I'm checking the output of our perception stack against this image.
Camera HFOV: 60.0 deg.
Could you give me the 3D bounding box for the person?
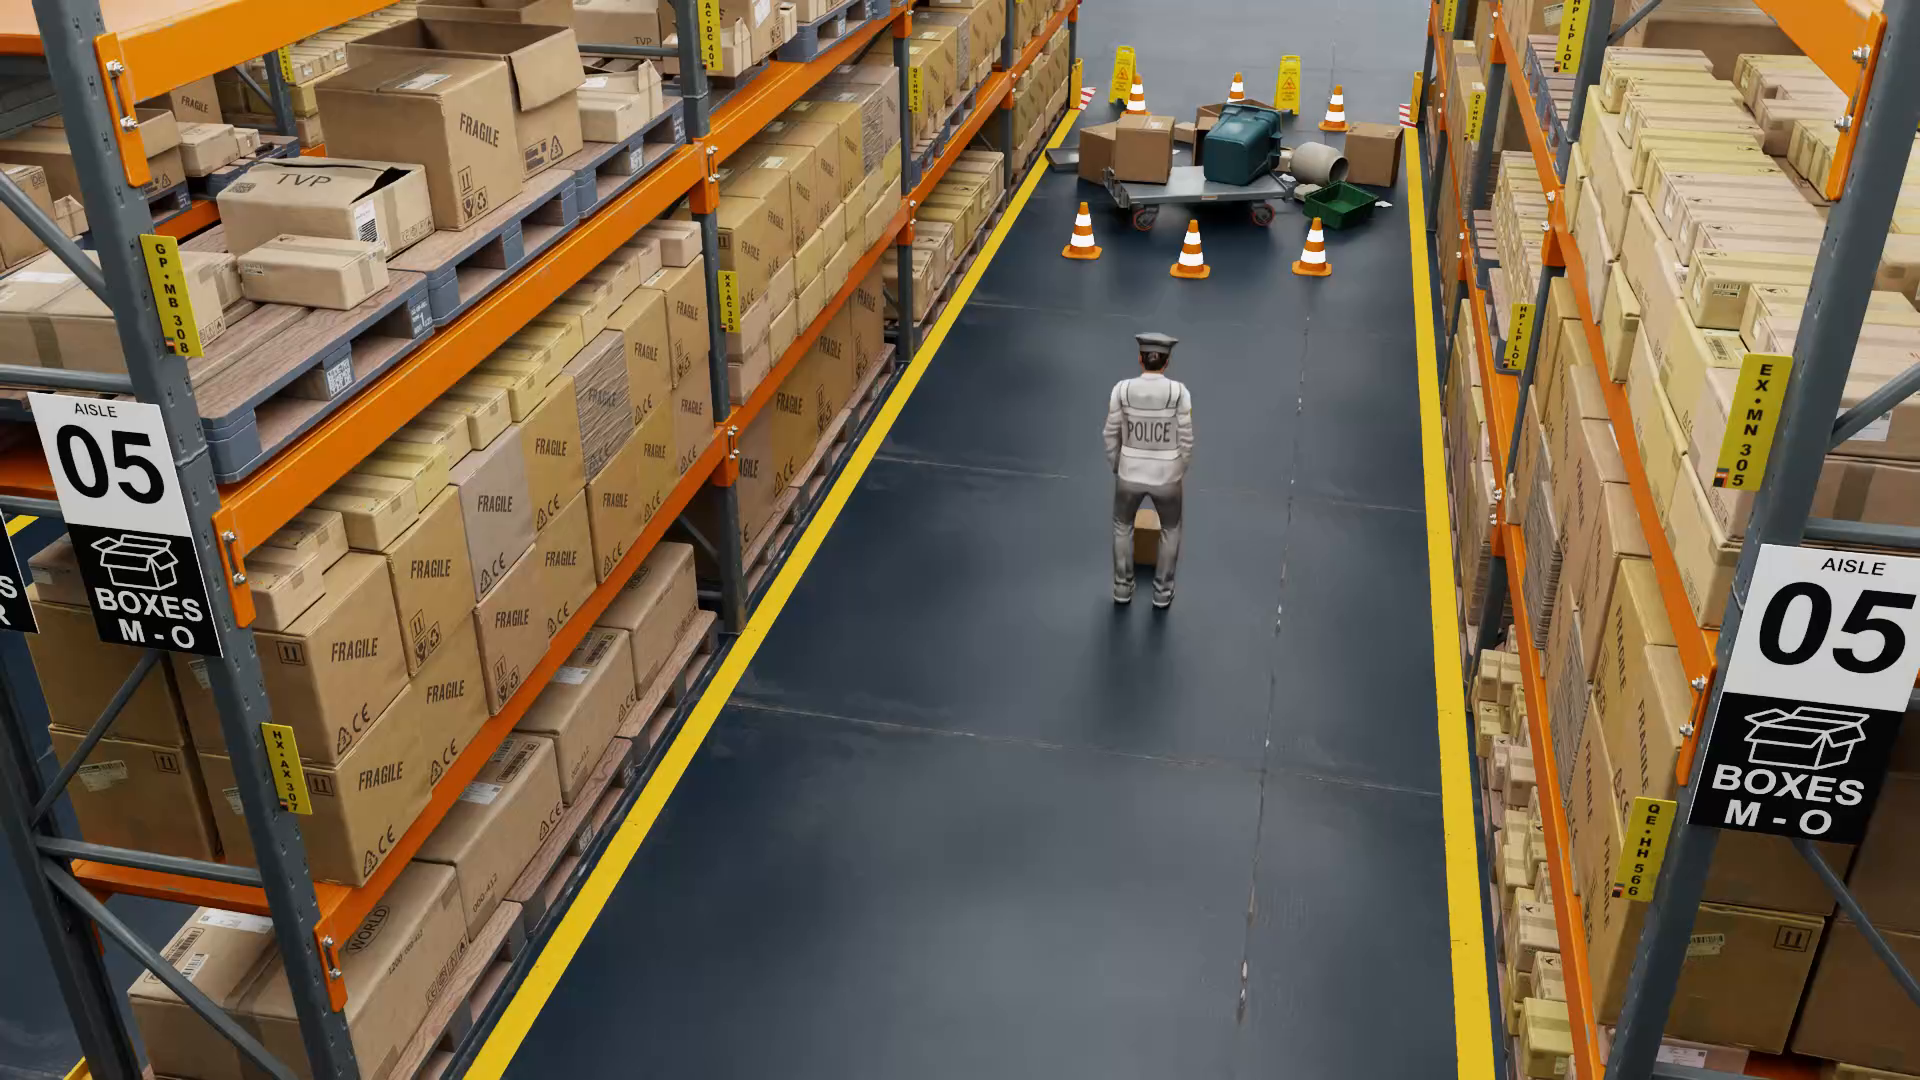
[{"bbox_3d":[1.050,-0.373,9.394,0.516,1.571,0.526,7,30,12],"label":"person"}]
